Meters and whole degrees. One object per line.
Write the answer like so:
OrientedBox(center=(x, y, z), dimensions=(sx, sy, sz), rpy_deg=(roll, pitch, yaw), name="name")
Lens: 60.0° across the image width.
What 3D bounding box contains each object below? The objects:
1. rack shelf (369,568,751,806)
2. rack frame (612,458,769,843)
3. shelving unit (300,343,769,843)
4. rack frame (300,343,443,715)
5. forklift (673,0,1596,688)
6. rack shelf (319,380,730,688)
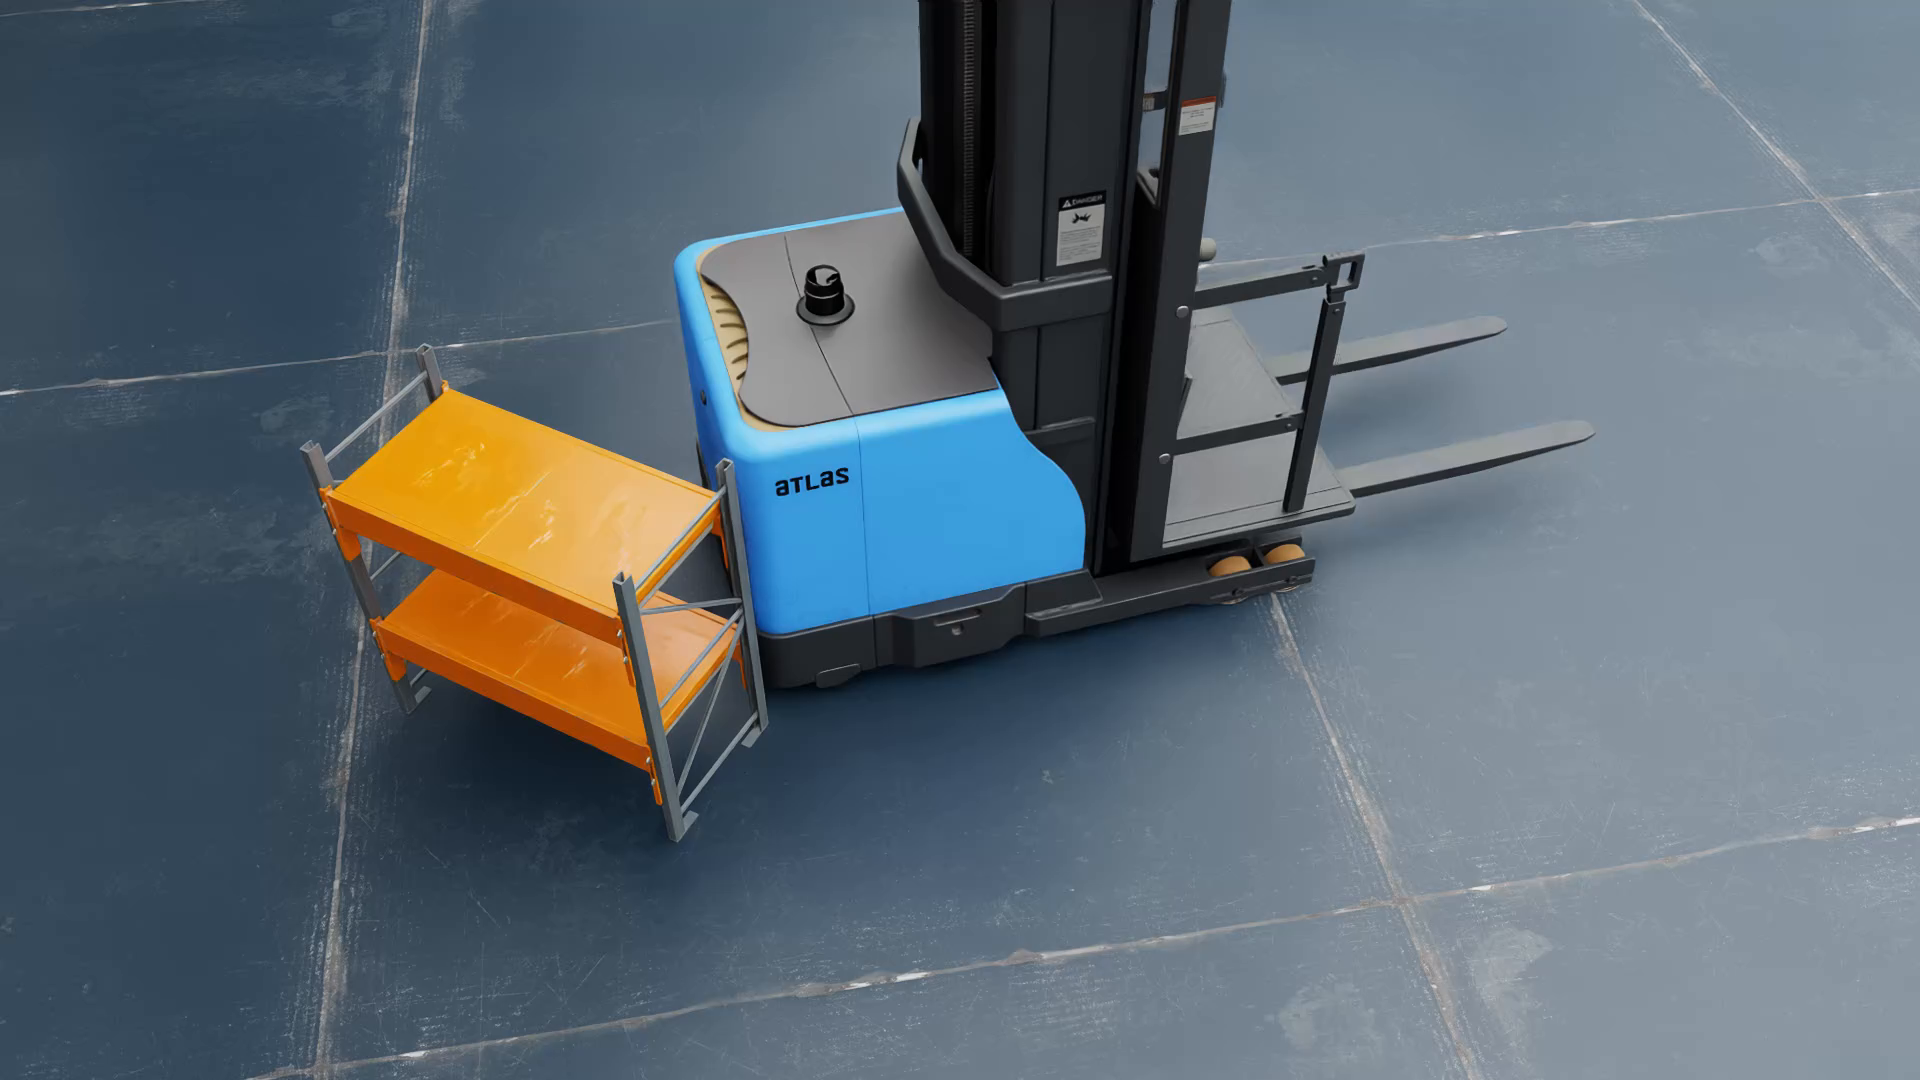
OrientedBox(center=(-1.177, 0.335, 4.985), dimensions=(1.000, 0.278, 0.538), rpy_deg=(21, 50, 19), name="rack shelf")
OrientedBox(center=(-0.728, 0.337, 4.644), dimensions=(0.032, 1.125, 0.500), rpy_deg=(21, 50, 19), name="rack frame")
OrientedBox(center=(-1.177, 0.166, 4.809), dimensions=(1.048, 1.125, 0.538), rpy_deg=(21, 50, 19), name="shelving unit")
OrientedBox(center=(-1.627, -0.005, 4.974), dimensions=(0.032, 1.125, 0.500), rpy_deg=(21, 50, 19), name="rack frame")
OrientedBox(center=(0.676, -1.157, 4.829), dimensions=(3.031, 2.935, 1.130), rpy_deg=(-12, 47, -11), name="forklift")
OrientedBox(center=(-1.177, -0.037, 4.598), dimensions=(1.000, 0.278, 0.538), rpy_deg=(21, 50, 19), name="rack shelf")
